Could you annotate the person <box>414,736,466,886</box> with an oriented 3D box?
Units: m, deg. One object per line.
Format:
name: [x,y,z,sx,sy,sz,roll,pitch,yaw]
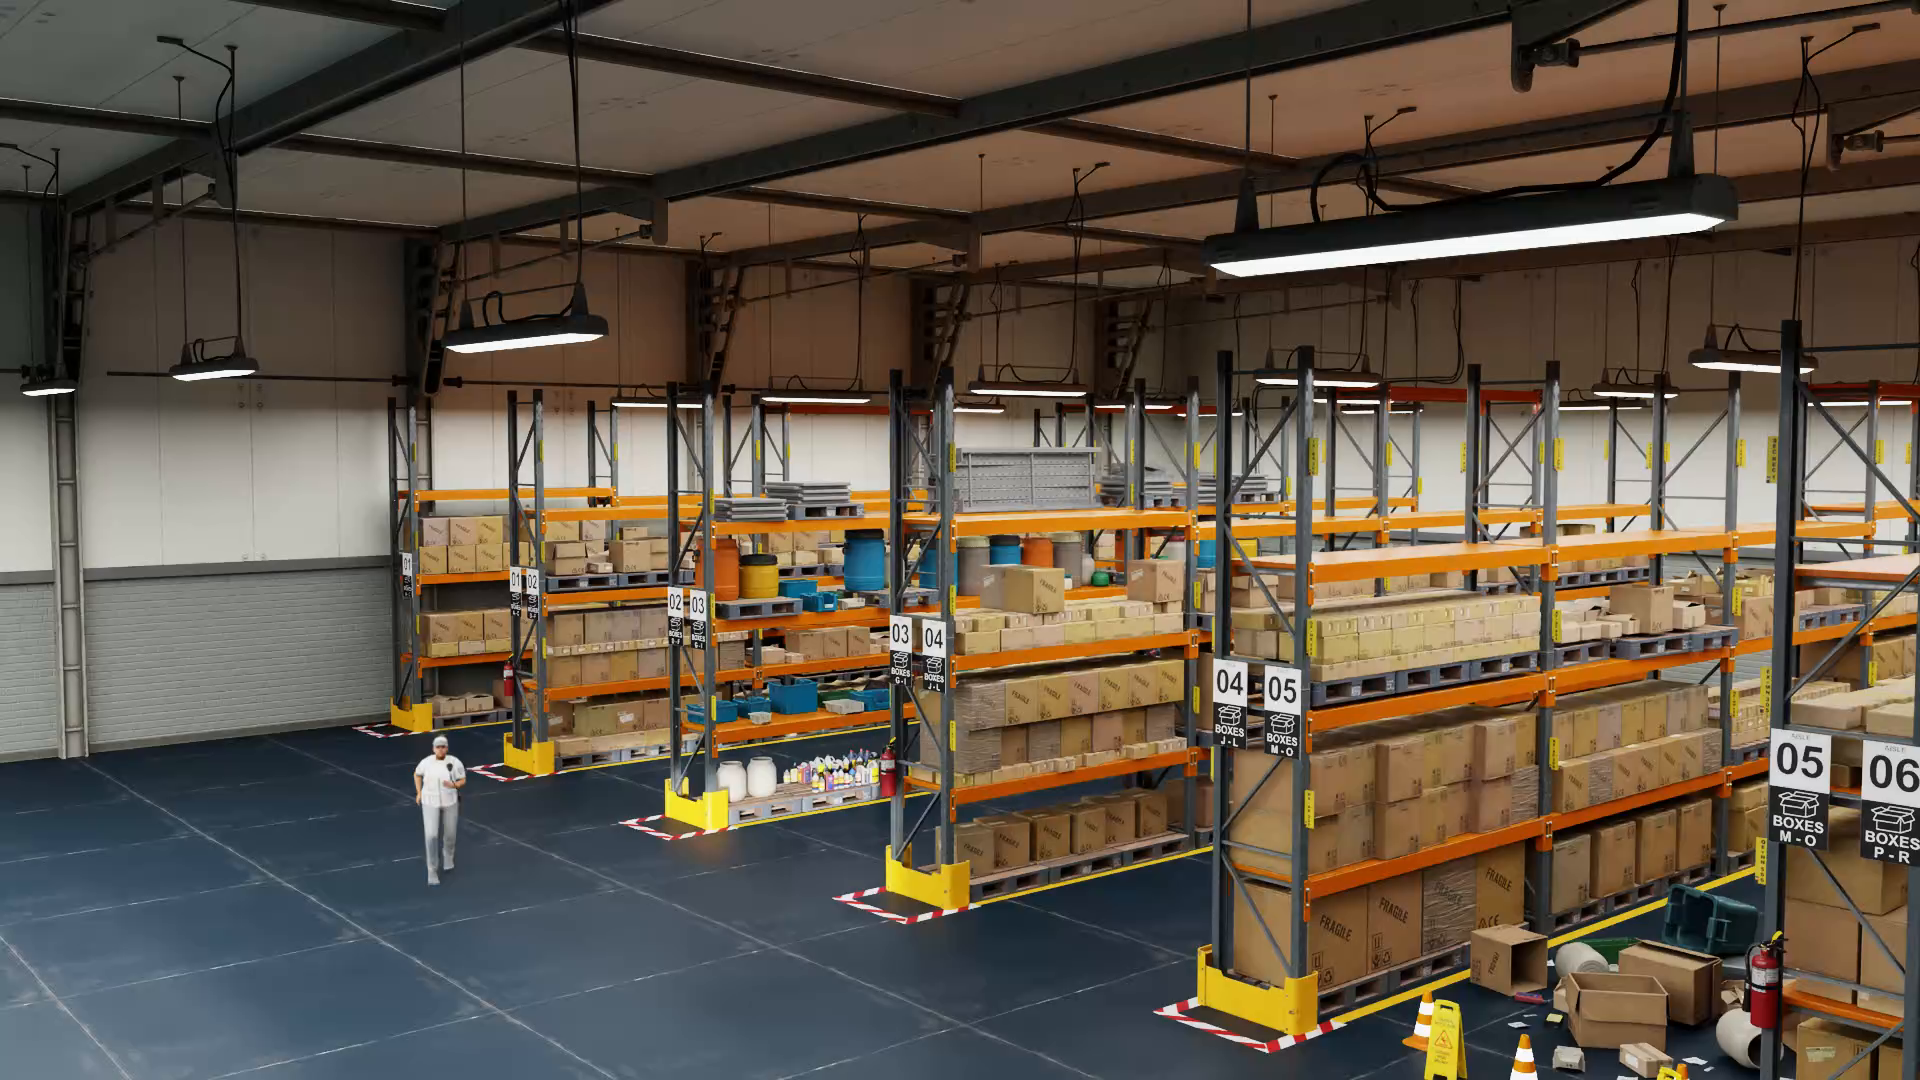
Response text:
person: [-6.167,3.182,19.758,0.580,1.728,0.767,-1,4,-20]

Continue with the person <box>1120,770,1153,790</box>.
person: [2.506,2.920,24.091,0.657,1.672,0.609,3,5,42]
